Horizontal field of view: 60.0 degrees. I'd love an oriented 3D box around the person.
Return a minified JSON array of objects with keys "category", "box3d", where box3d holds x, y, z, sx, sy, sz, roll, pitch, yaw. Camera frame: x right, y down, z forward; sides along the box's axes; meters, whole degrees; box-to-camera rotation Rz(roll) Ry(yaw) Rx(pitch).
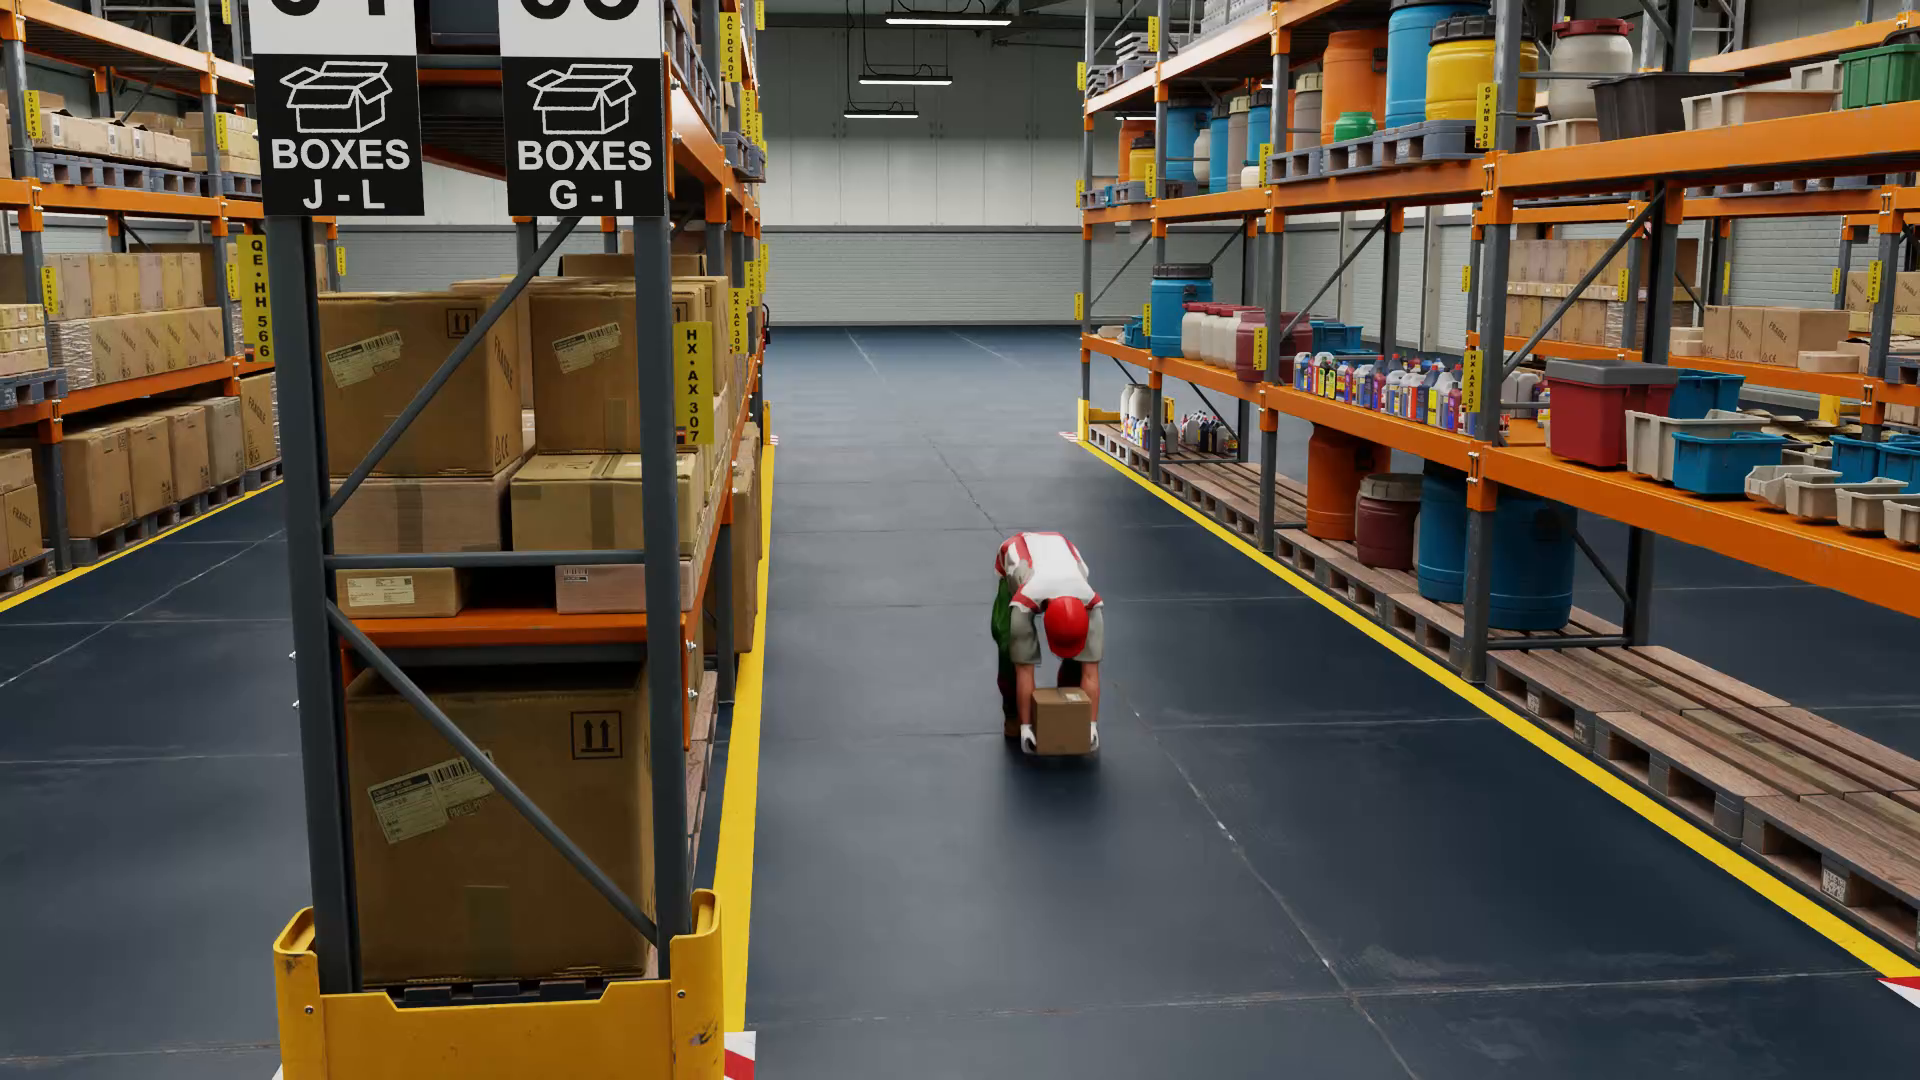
[{"category":"person","box3d":[0.430,0.486,7.869,0.530,0.983,0.948,-2,10,-9]}]
